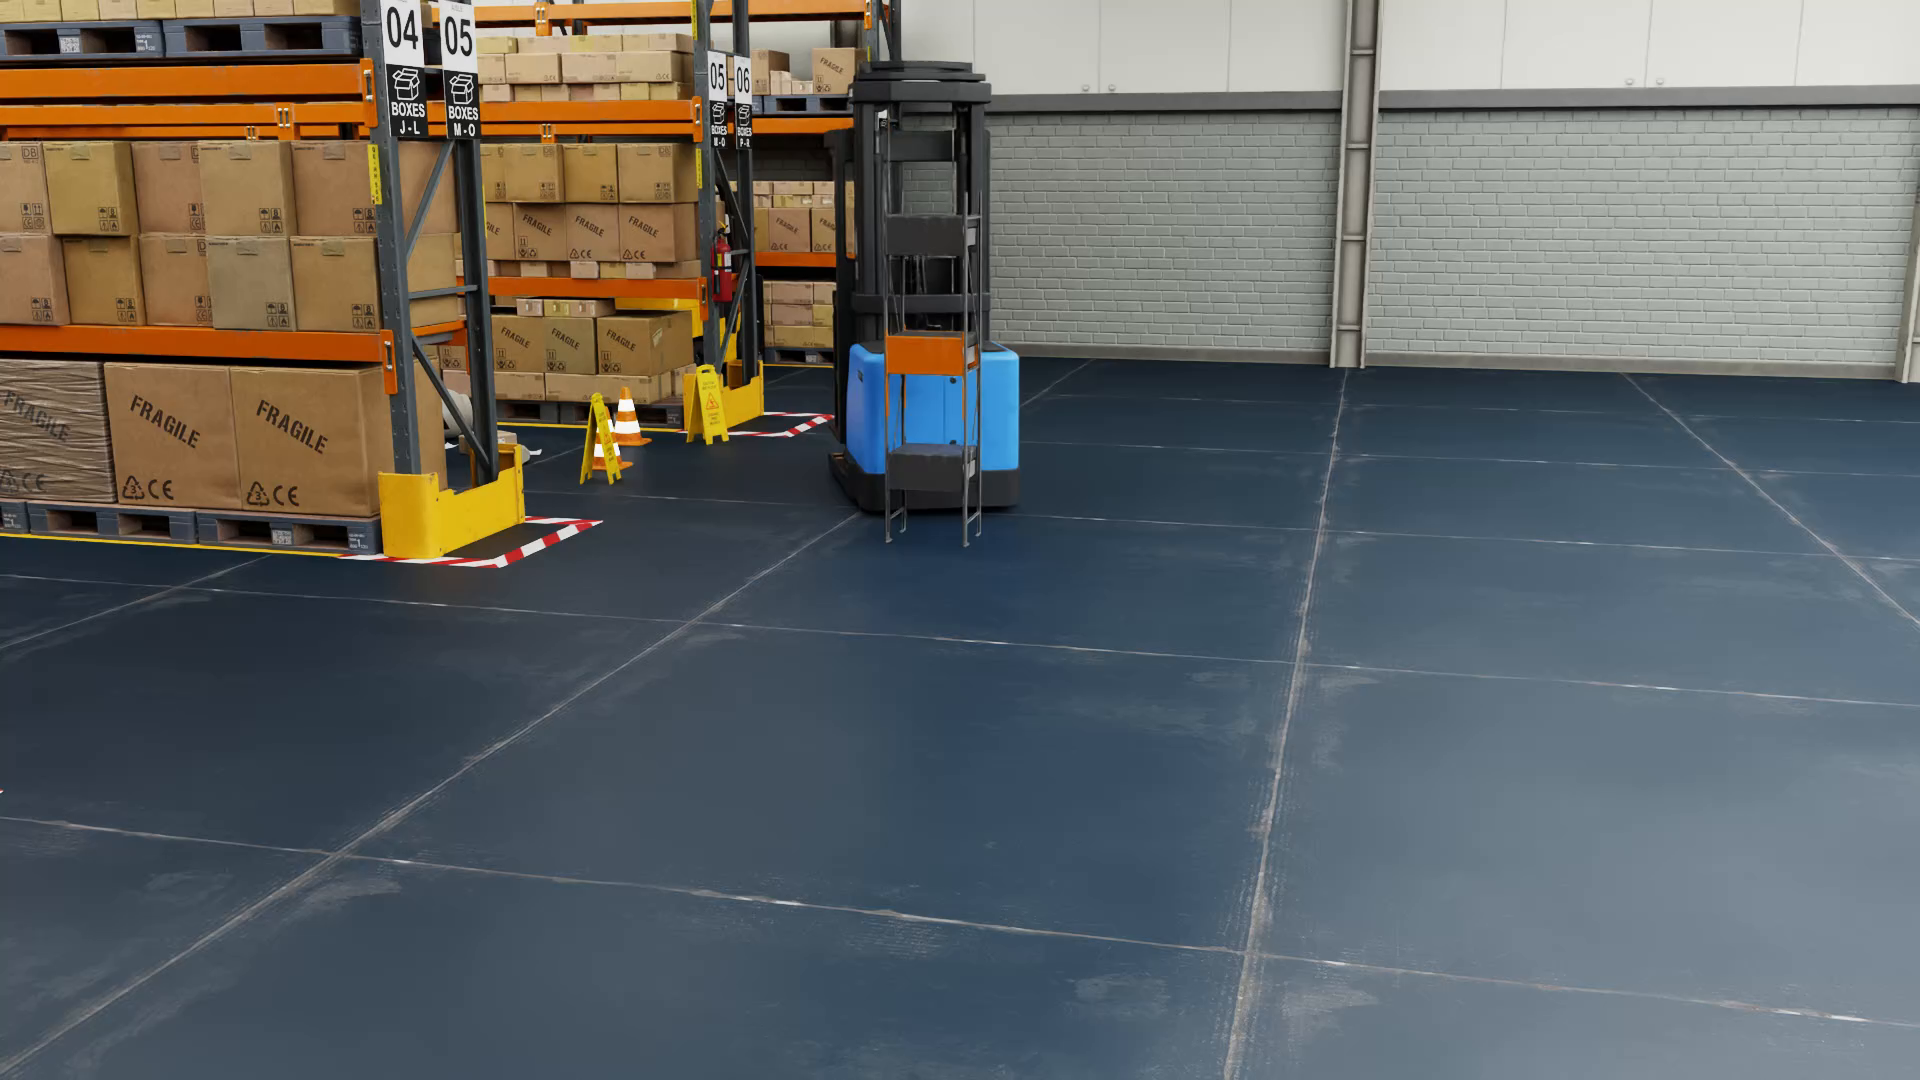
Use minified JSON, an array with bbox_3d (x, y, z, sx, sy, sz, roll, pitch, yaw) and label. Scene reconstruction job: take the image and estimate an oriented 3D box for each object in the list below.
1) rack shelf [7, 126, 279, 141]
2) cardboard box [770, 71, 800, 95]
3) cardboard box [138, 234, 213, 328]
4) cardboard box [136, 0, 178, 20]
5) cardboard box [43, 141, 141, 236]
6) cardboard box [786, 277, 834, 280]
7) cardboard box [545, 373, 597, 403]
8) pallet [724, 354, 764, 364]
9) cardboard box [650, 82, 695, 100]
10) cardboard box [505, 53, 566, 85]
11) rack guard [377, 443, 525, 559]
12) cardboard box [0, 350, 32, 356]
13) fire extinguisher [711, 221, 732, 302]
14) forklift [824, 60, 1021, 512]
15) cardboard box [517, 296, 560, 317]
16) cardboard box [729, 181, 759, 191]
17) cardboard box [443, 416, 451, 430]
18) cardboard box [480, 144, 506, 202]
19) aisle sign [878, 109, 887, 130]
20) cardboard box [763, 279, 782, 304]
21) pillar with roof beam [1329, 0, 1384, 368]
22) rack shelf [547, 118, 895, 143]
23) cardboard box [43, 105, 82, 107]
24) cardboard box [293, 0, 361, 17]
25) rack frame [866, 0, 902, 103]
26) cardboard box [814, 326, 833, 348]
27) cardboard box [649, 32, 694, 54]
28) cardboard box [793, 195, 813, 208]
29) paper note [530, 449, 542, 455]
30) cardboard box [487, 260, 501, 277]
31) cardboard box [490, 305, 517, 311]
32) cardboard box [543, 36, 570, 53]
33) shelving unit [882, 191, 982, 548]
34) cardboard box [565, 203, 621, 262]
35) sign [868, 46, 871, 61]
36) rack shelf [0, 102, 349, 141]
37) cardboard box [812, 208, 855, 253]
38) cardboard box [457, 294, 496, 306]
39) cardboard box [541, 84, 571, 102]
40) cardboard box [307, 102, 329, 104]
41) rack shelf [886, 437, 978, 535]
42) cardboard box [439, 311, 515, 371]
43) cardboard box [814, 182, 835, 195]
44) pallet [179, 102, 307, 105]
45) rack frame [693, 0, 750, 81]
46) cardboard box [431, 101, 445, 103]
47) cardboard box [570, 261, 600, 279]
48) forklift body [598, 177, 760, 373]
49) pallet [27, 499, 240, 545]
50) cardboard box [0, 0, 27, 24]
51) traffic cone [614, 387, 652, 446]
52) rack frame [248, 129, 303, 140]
[{"bbox_3d":[-10.569,-5.203,21.495,4.000,0.370,1.077,3,13,14],"label":"rack shelf"},{"bbox_3d":[-1.984,-5.216,19.001,0.258,0.266,0.396,3,13,14],"label":"cardboard box"},{"bbox_3d":[-4.558,-1.643,10.367,0.550,0.550,0.875,3,13,14],"label":"cardboard box"},{"bbox_3d":[-4.527,-3.075,9.622,0.250,0.149,0.380,3,13,13],"label":"cardboard box"},{"bbox_3d":[-5.098,-2.175,10.274,0.500,0.550,0.875,3,13,14],"label":"cardboard box"},{"bbox_3d":[-1.768,-3.011,19.952,0.500,0.250,0.500,3,13,14],"label":"cardboard box"},{"bbox_3d":[-3.397,-1.403,15.012,0.500,0.250,0.500,3,13,14],"label":"cardboard box"},{"bbox_3d":[-2.794,-2.304,20.131,1.213,0.211,1.003,3,13,14],"label":"pallet"},{"bbox_3d":[-2.460,-3.828,14.218,0.250,0.149,0.380,3,13,14],"label":"cardboard box"},{"bbox_3d":[-3.601,-4.085,14.456,0.500,0.250,0.500,3,13,15],"label":"cardboard box"},{"bbox_3d":[-3.111,-0.259,10.247,0.348,0.500,1.175,3,13,14],"label":"rack guard"},{"bbox_3d":[-6.424,-0.809,10.889,0.875,0.875,0.875,3,13,14],"label":"cardboard box"},{"bbox_3d":[-2.046,-2.386,14.242,0.183,0.674,0.296,3,13,14],"label":"fire extinguisher"},{"bbox_3d":[-0.377,-1.889,11.980,1.130,2.935,3.031,-2,13,-10],"label":"forklift"},{"bbox_3d":[-3.758,-2.092,14.885,0.250,0.149,0.380,4,13,16],"label":"cardboard box"},{"bbox_3d":[-2.522,-4.101,19.377,0.250,0.149,0.380,3,13,15],"label":"cardboard box"},{"bbox_3d":[-4.358,-0.867,12.979,0.637,0.503,0.797,-6,14,-25],"label":"cardboard box"},{"bbox_3d":[-4.055,-3.277,14.854,0.500,0.500,0.700,3,13,13],"label":"cardboard box"},{"bbox_3d":[-0.867,-4.775,18.827,0.004,0.787,0.394,3,13,14],"label":"aisle sign"},{"bbox_3d":[-2.372,-2.929,19.581,0.500,0.250,0.500,3,13,14],"label":"cardboard box"},{"bbox_3d":[3.473,-5.509,14.286,0.400,9.000,9.100,3,13,14],"label":"pillar with roof beam"},{"bbox_3d":[-2.802,-4.788,19.624,4.000,0.370,1.077,3,13,14],"label":"rack shelf"},{"bbox_3d":[-8.326,-4.384,15.903,0.637,0.503,0.797,3,13,14],"label":"cardboard box"},{"bbox_3d":[-3.538,-3.022,9.384,0.250,0.149,0.380,3,13,13],"label":"cardboard box"},{"bbox_3d":[-0.861,-6.500,18.753,0.127,3.000,1.000,3,13,14],"label":"rack frame"},{"bbox_3d":[-1.393,-2.391,19.465,0.500,0.250,0.500,3,13,14],"label":"cardboard box"},{"bbox_3d":[-2.446,-4.213,14.112,0.250,0.149,0.380,3,13,14],"label":"cardboard box"},{"bbox_3d":[-1.757,-3.929,19.288,0.250,0.149,0.380,3,13,15],"label":"cardboard box"},{"bbox_3d":[-3.441,-0.708,13.353,0.142,0.019,0.148,-1,13,-6],"label":"paper note"},{"bbox_3d":[-4.210,-2.452,14.942,0.250,0.149,0.380,3,13,13],"label":"cardboard box"},{"bbox_3d":[-4.301,-1.937,15.684,0.500,0.500,0.500,4,13,17],"label":"cardboard box"},{"bbox_3d":[-3.409,-4.282,14.424,0.250,0.149,0.380,3,13,14],"label":"cardboard box"},{"bbox_3d":[-0.161,-1.034,10.045,0.503,2.100,0.431,3,13,14],"label":"shelving unit"},{"bbox_3d":[-3.124,-2.718,14.641,0.500,0.500,0.500,3,13,14],"label":"cardboard box"},{"bbox_3d":[-1.004,-5.315,18.479,0.005,0.325,0.100,3,13,14],"label":"sign"},{"bbox_3d":[-7.872,-3.951,15.854,4.000,0.370,1.077,3,13,14],"label":"rack shelf"},{"bbox_3d":[-1.401,-3.590,19.258,0.500,0.500,0.500,3,13,12],"label":"cardboard box"},{"bbox_3d":[-6.005,-2.891,20.850,0.625,0.625,0.875,3,13,13],"label":"cardboard box"},{"bbox_3d":[-3.442,-3.885,14.475,0.250,0.149,0.380,3,13,13],"label":"cardboard box"},{"bbox_3d":[-5.683,-4.008,15.027,0.250,0.149,0.380,3,13,13],"label":"cardboard box"},{"bbox_3d":[-0.161,-0.337,10.200,0.480,0.518,0.431,3,13,14],"label":"rack shelf"},{"bbox_3d":[-4.396,-1.823,15.173,0.500,0.500,0.500,4,13,16],"label":"cardboard box"},{"bbox_3d":[-1.506,-4.062,19.202,0.250,0.149,0.380,3,13,14],"label":"cardboard box"},{"bbox_3d":[-6.504,-4.161,15.574,1.003,0.211,1.213,3,13,14],"label":"pallet"},{"bbox_3d":[-2.046,-5.456,14.047,0.127,3.000,1.000,3,13,14],"label":"rack frame"},{"bbox_3d":[-4.455,-3.923,14.645,0.250,0.149,0.380,3,13,12],"label":"cardboard box"},{"bbox_3d":[-3.234,-2.393,14.675,0.250,0.149,0.380,3,13,15],"label":"cardboard box"},{"bbox_3d":[-3.139,-2.871,18.209,1.214,2.155,2.313,3,13,14],"label":"forklift body"},{"bbox_3d":[-5.110,-0.208,10.684,1.213,0.211,1.003,3,13,14],"label":"pallet"},{"bbox_3d":[-5.509,-3.128,9.860,0.250,0.149,0.380,3,13,14],"label":"cardboard box"},{"bbox_3d":[-2.773,-1.039,13.850,0.334,0.463,0.336,3,13,14],"label":"traffic cone"},{"bbox_3d":[-8.628,-3.986,21.274,0.127,3.000,1.000,3,13,14],"label":"rack frame"}]
